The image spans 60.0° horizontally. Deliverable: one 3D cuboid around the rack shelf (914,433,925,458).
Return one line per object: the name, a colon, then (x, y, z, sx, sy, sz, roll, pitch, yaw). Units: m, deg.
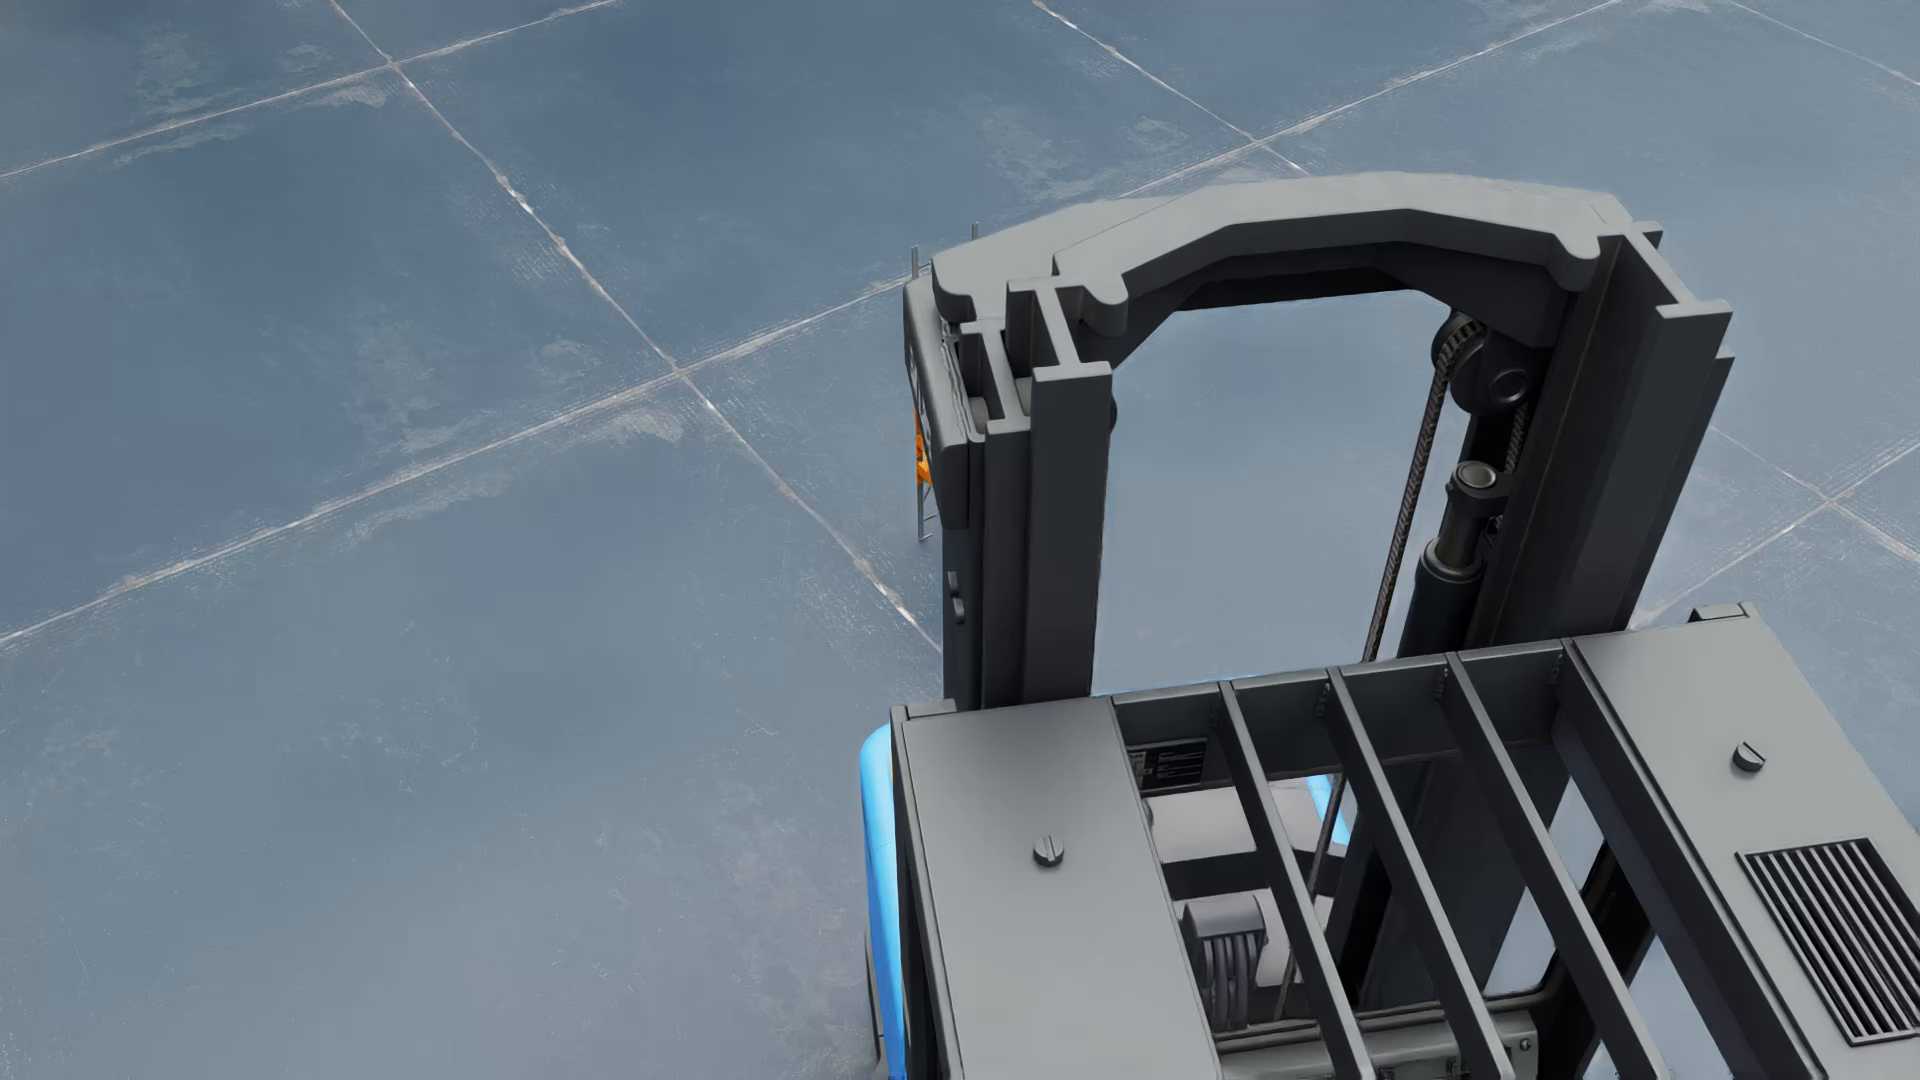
rack shelf: (0.008, -0.307, 5.441, 0.258, 0.103, 0.180, -26, 49, -24)

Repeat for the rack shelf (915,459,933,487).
rack shelf: (0.008, -0.220, 5.524, 0.258, 0.103, 0.180, -26, 49, -24)

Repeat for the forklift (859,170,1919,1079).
forklift: (0.500, 1.085, 2.490, 1.130, 2.935, 3.031, -6, 44, -7)

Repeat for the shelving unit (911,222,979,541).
shelving unit: (0.008, -0.426, 5.327, 0.258, 1.200, 0.189, -26, 49, -24)

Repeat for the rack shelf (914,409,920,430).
rack shelf: (0.008, -0.394, 5.358, 0.258, 0.103, 0.180, -26, 49, -24)

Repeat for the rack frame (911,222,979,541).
rack frame: (-0.044, -0.478, 5.381, 0.240, 1.200, 0.006, -26, 49, -24)
